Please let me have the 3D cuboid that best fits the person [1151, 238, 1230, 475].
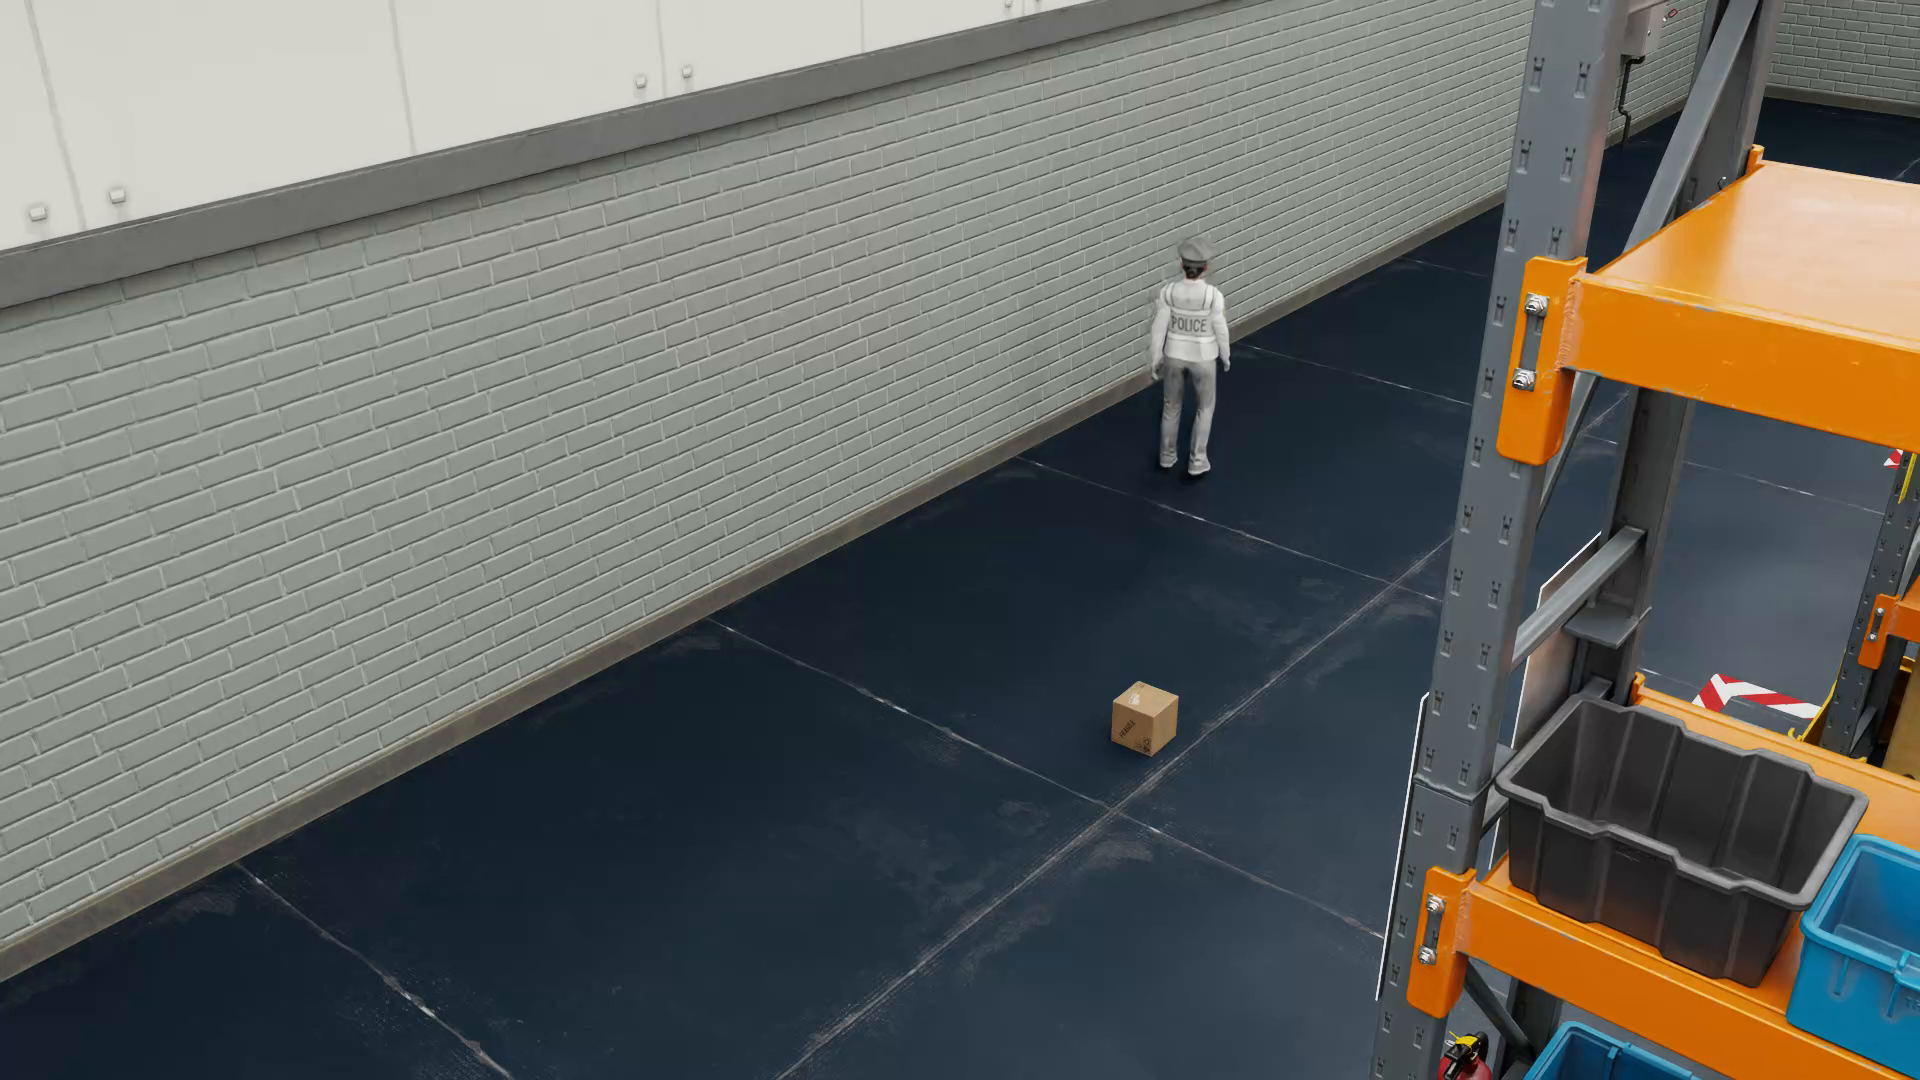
[{"bbox_3d":[1.576,-1.239,11.365,0.520,1.696,0.448,10,29,19],"label":"person"}]
